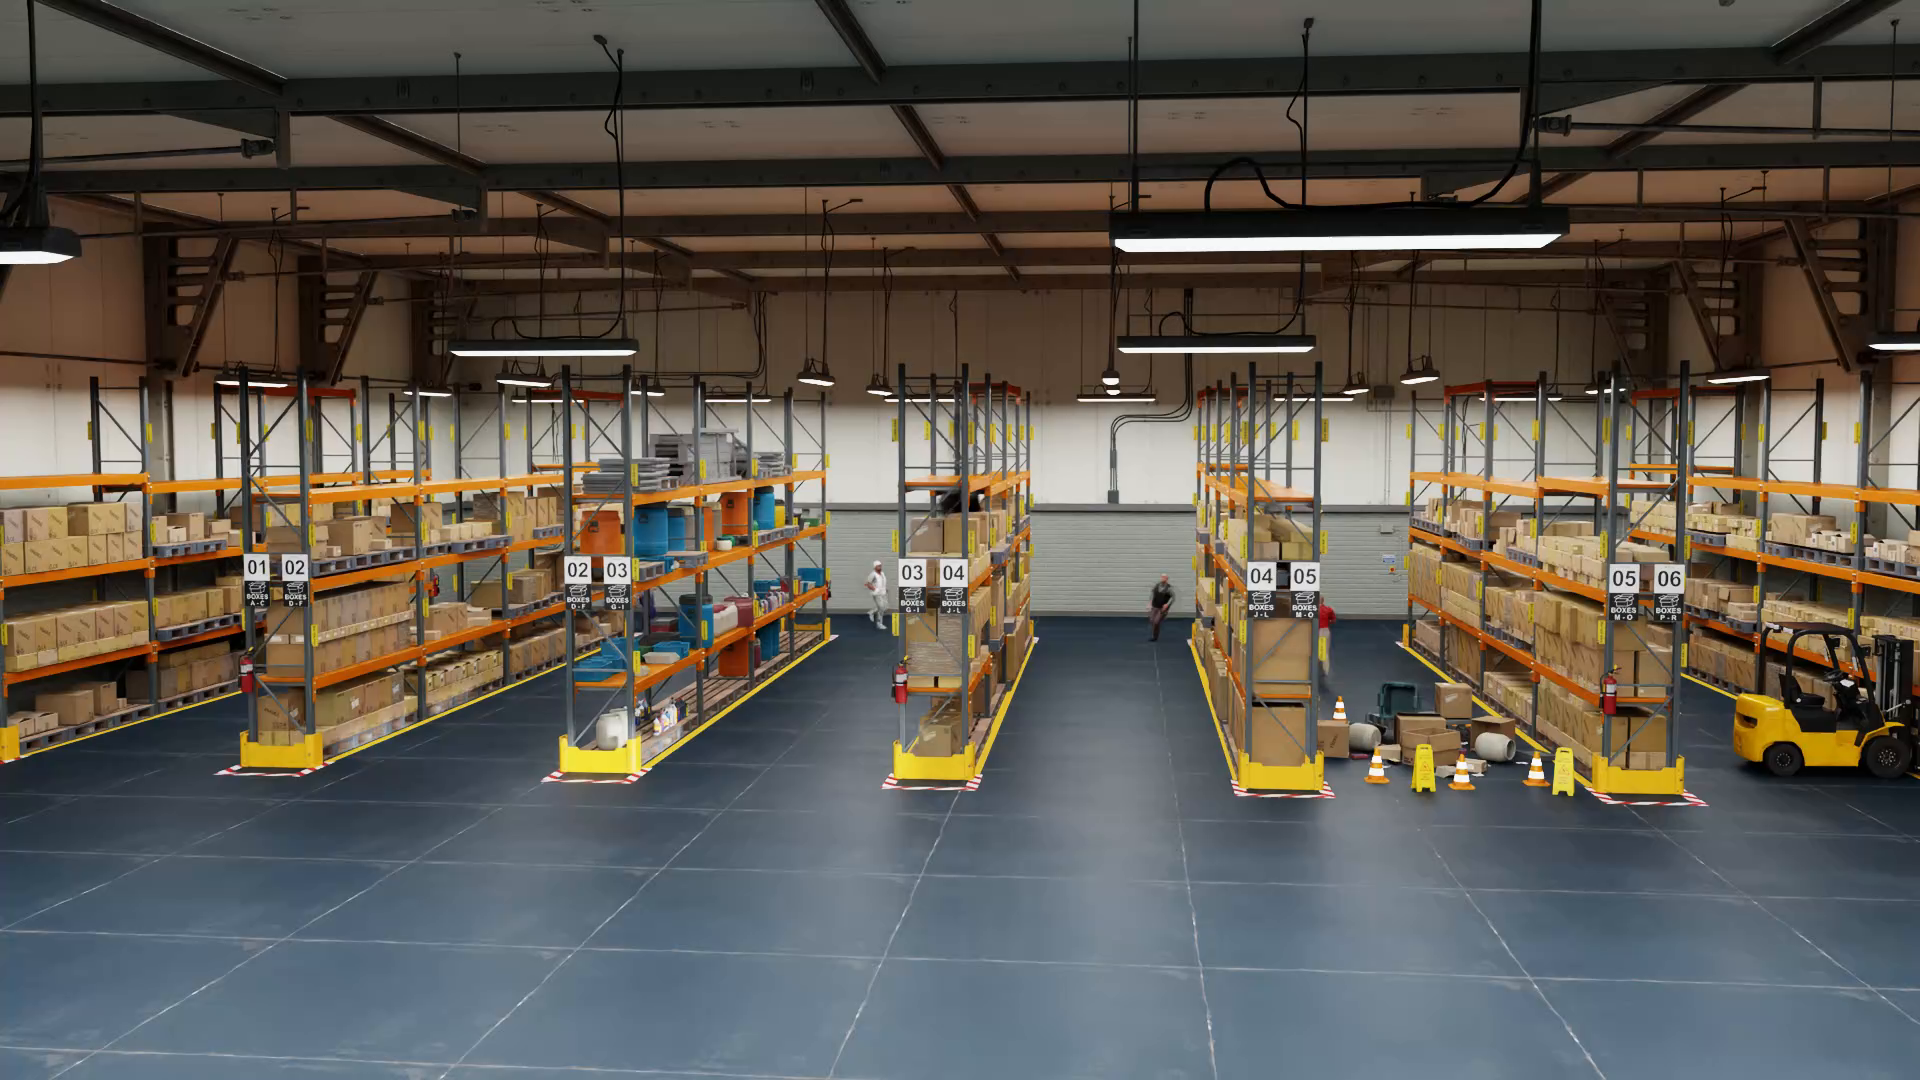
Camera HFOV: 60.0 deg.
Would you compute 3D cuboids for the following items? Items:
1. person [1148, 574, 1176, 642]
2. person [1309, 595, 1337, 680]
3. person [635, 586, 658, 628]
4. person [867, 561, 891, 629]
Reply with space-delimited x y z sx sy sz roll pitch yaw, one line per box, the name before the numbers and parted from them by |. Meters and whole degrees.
person | 4.819 1.625 39.828 0.683 1.648 0.532 2 4 29
person | 7.298 1.994 33.554 0.635 1.776 0.883 0 4 -3
person | -7.866 1.534 41.751 0.676 1.671 0.631 2 4 26
person | -2.144 1.405 42.666 0.616 1.740 0.683 2 4 30
